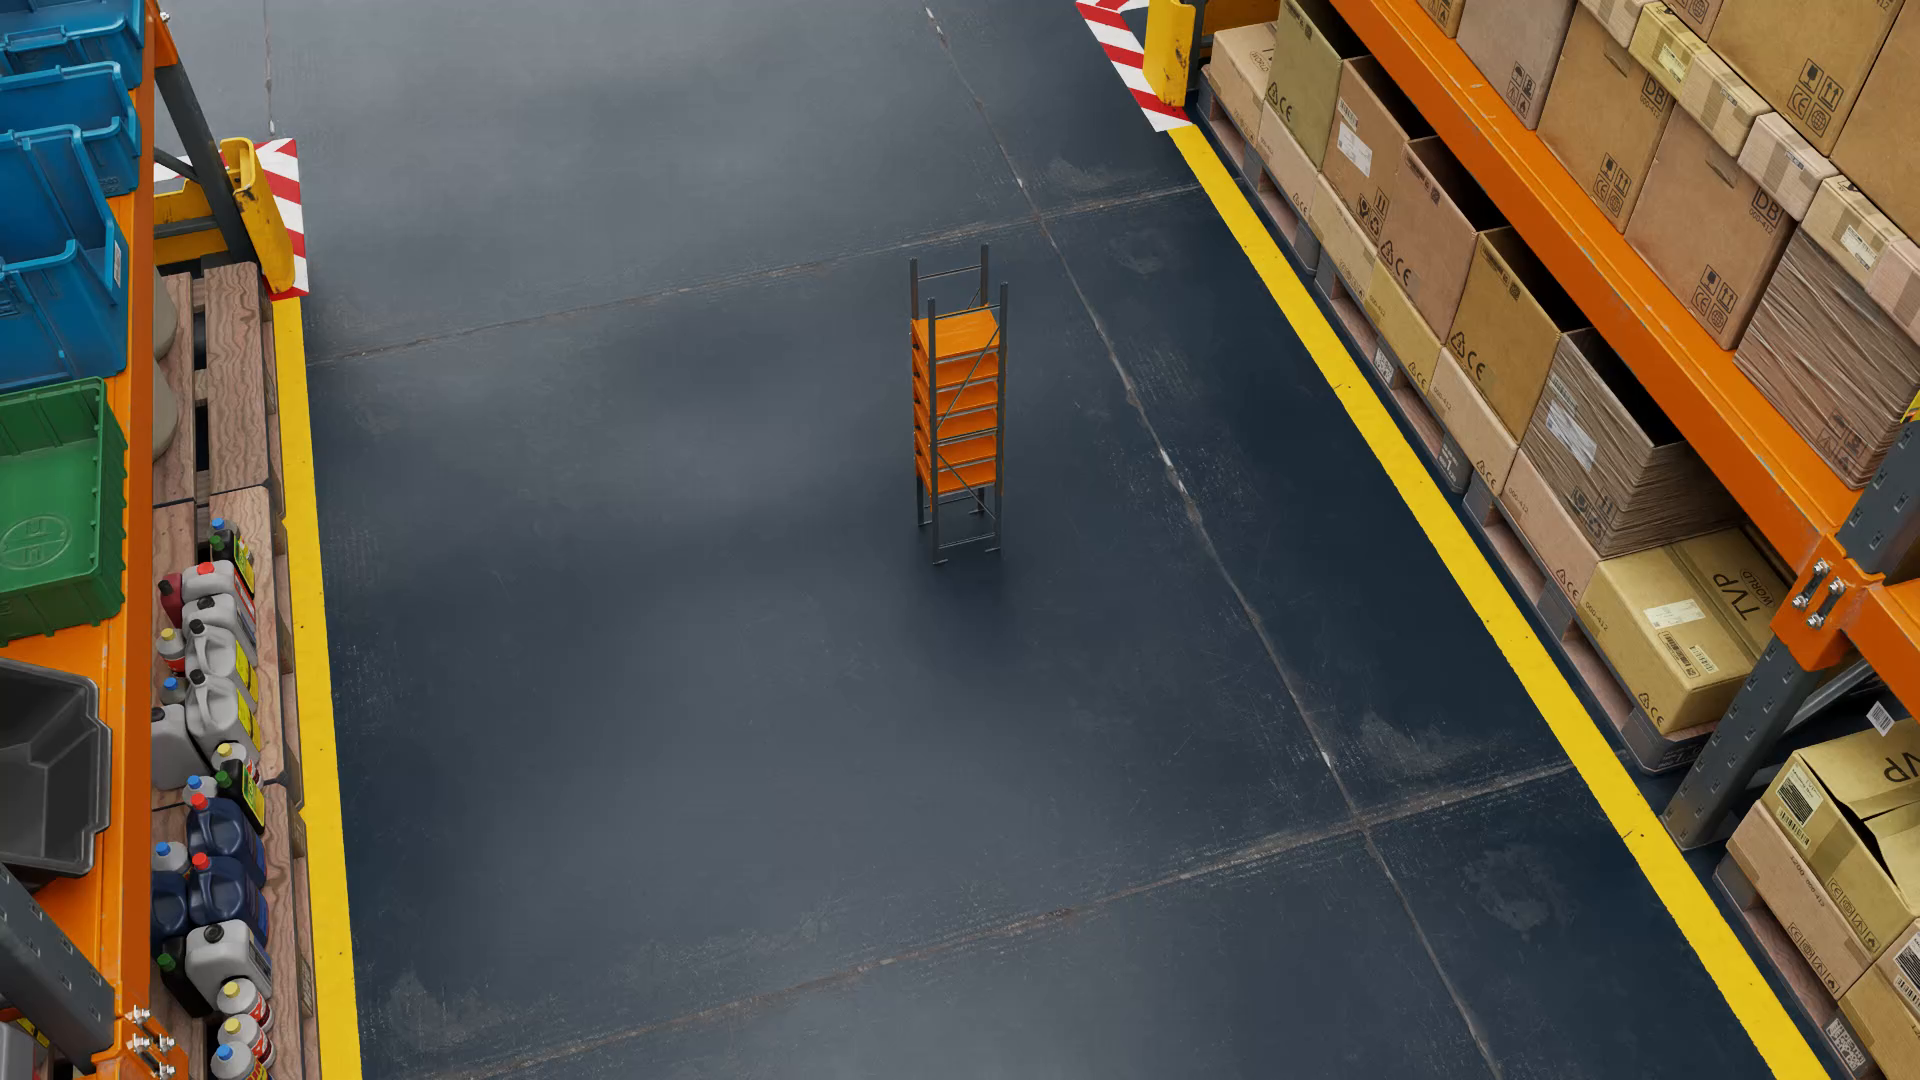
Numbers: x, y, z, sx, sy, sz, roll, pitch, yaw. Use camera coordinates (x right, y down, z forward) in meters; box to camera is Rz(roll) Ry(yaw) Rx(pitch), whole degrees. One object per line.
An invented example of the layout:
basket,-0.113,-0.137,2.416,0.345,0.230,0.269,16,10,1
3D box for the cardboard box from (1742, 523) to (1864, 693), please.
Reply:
cardboard box,2.762,0.153,5.182,0.500,0.250,0.500,-13,51,-11

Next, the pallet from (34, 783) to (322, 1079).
pallet,-2.282,1.326,4.494,1.003,0.211,1.213,-13,51,-11

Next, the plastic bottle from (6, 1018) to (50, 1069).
plastic bottle,-2.451,1.201,4.220,0.144,0.351,0.185,-13,51,-11

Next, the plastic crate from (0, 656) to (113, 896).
plastic crate,-2.156,0.536,3.377,0.767,0.338,0.504,-13,51,-11

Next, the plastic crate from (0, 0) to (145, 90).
plastic crate,-2.872,-1.649,5.275,0.499,0.251,0.616,-13,51,-11

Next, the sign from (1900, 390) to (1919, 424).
sign,2.080,-0.368,3.480,0.100,0.325,0.005,-13,51,-11

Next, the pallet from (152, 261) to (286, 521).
pallet,-3.003,-0.456,5.997,1.003,0.211,1.213,-13,51,-11

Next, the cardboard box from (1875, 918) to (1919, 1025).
cardboard box,2.637,1.105,4.014,0.500,0.311,0.500,-14,51,-11

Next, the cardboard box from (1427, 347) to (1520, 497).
cardboard box,1.964,-0.458,5.698,0.500,0.250,0.500,-13,51,-11

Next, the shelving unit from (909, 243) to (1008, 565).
shelving unit,-0.004,-0.397,5.300,0.258,1.200,0.189,-13,51,-11

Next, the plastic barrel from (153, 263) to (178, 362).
plastic barrel,-3.038,-0.864,5.869,0.421,0.512,0.421,0,50,0

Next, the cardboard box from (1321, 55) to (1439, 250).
cardboard box,1.683,-1.433,6.030,0.500,0.500,0.500,-13,51,-11

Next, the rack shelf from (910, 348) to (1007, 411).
rack shelf,-0.004,-0.523,5.151,0.258,0.103,0.180,-13,51,-11

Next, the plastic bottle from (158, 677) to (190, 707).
plastic bottle,-2.304,0.479,4.927,0.097,0.201,0.097,0,50,0

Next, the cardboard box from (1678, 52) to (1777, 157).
cardboard box,2.095,-1.145,4.264,0.380,0.149,0.250,-13,51,-11

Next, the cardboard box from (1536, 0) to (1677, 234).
cardboard box,2.166,-1.296,4.815,0.700,0.500,0.500,-13,51,-10

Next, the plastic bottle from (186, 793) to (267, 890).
plastic bottle,-2.021,0.818,4.543,0.144,0.351,0.185,-15,52,-13

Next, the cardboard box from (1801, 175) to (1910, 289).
cardboard box,2.254,-0.763,3.941,0.380,0.149,0.250,-14,51,-12

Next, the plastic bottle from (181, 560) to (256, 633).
plastic bottle,-2.296,0.174,5.135,0.152,0.276,0.135,-13,51,-11

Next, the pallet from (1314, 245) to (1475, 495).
pallet,2.050,-0.774,6.265,1.003,0.211,1.213,-13,51,-11

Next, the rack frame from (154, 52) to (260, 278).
rack frame,-3.306,-1.994,5.469,1.000,3.000,0.127,-13,51,-11

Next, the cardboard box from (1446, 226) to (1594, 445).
cardboard box,1.976,-0.702,5.414,0.500,0.500,0.500,-13,51,-11

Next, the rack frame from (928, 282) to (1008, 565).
rack frame,0.023,-0.330,5.244,0.240,1.200,0.006,-13,51,-11

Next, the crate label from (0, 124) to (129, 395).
crate label,-2.503,-0.723,4.374,0.502,0.435,0.616,-13,51,-11

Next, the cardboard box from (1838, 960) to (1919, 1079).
cardboard box,2.642,1.285,4.229,0.500,0.250,0.500,-12,51,-10

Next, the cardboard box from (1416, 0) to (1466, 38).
cardboard box,1.854,-2.054,5.454,0.700,0.500,0.500,-13,51,-11

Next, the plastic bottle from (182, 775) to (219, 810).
plastic bottle,-2.100,0.744,4.657,0.097,0.271,0.097,0,50,0

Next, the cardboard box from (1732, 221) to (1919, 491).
cardboard box,2.473,-0.545,4.182,0.700,0.500,0.500,-15,51,-12

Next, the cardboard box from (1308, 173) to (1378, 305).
cardboard box,1.672,-1.189,6.314,0.500,0.250,0.500,-13,51,-11

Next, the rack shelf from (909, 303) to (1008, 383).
rack shelf,-0.004,-0.601,5.059,0.258,0.103,0.180,-13,51,-11

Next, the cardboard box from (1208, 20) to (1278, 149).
cardboard box,1.373,-1.919,6.929,0.500,0.250,0.500,-13,51,-11

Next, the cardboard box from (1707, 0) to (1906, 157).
cardboard box,2.322,-1.332,3.997,0.700,0.500,0.500,-13,51,-11

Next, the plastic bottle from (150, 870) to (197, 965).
plastic bottle,-2.103,0.988,4.400,0.144,0.351,0.185,-13,51,-11

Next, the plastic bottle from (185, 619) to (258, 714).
plastic bottle,-2.202,0.372,4.920,0.144,0.351,0.185,-11,51,-9

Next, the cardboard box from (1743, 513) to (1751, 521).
cardboard box,2.617,-0.454,5.204,0.500,0.500,0.500,-13,51,-11

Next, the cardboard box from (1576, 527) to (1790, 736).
cardboard box,2.264,0.271,5.083,0.500,0.250,0.500,-13,51,-11

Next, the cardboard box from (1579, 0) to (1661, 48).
cardboard box,1.951,-1.509,4.571,0.380,0.149,0.250,-12,51,-10

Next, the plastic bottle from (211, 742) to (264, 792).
plastic bottle,-2.082,0.654,4.779,0.097,0.201,0.097,0,50,0

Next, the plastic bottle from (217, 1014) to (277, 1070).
plastic bottle,-1.828,1.281,4.251,0.097,0.201,0.097,0,50,0

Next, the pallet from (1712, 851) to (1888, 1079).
pallet,2.865,1.238,4.568,1.003,0.211,1.213,-13,51,-11

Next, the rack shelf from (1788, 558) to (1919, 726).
rack shelf,3.201,1.502,2.992,1.077,0.370,4.000,-13,51,-11

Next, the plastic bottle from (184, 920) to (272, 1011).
plastic bottle,-1.920,1.101,4.353,0.152,0.276,0.135,-12,51,-10

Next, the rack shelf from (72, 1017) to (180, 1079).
rack shelf,-1.531,2.620,2.050,1.077,0.370,4.000,-13,51,-11

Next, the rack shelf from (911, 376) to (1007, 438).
rack shelf,-0.004,-0.446,5.242,0.258,0.103,0.180,-13,51,-11

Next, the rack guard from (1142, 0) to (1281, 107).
rack guard,1.420,-2.323,7.382,1.175,0.500,0.348,-13,51,-11

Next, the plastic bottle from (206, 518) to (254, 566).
plastic bottle,-2.344,0.008,5.324,0.097,0.201,0.097,0,50,0
